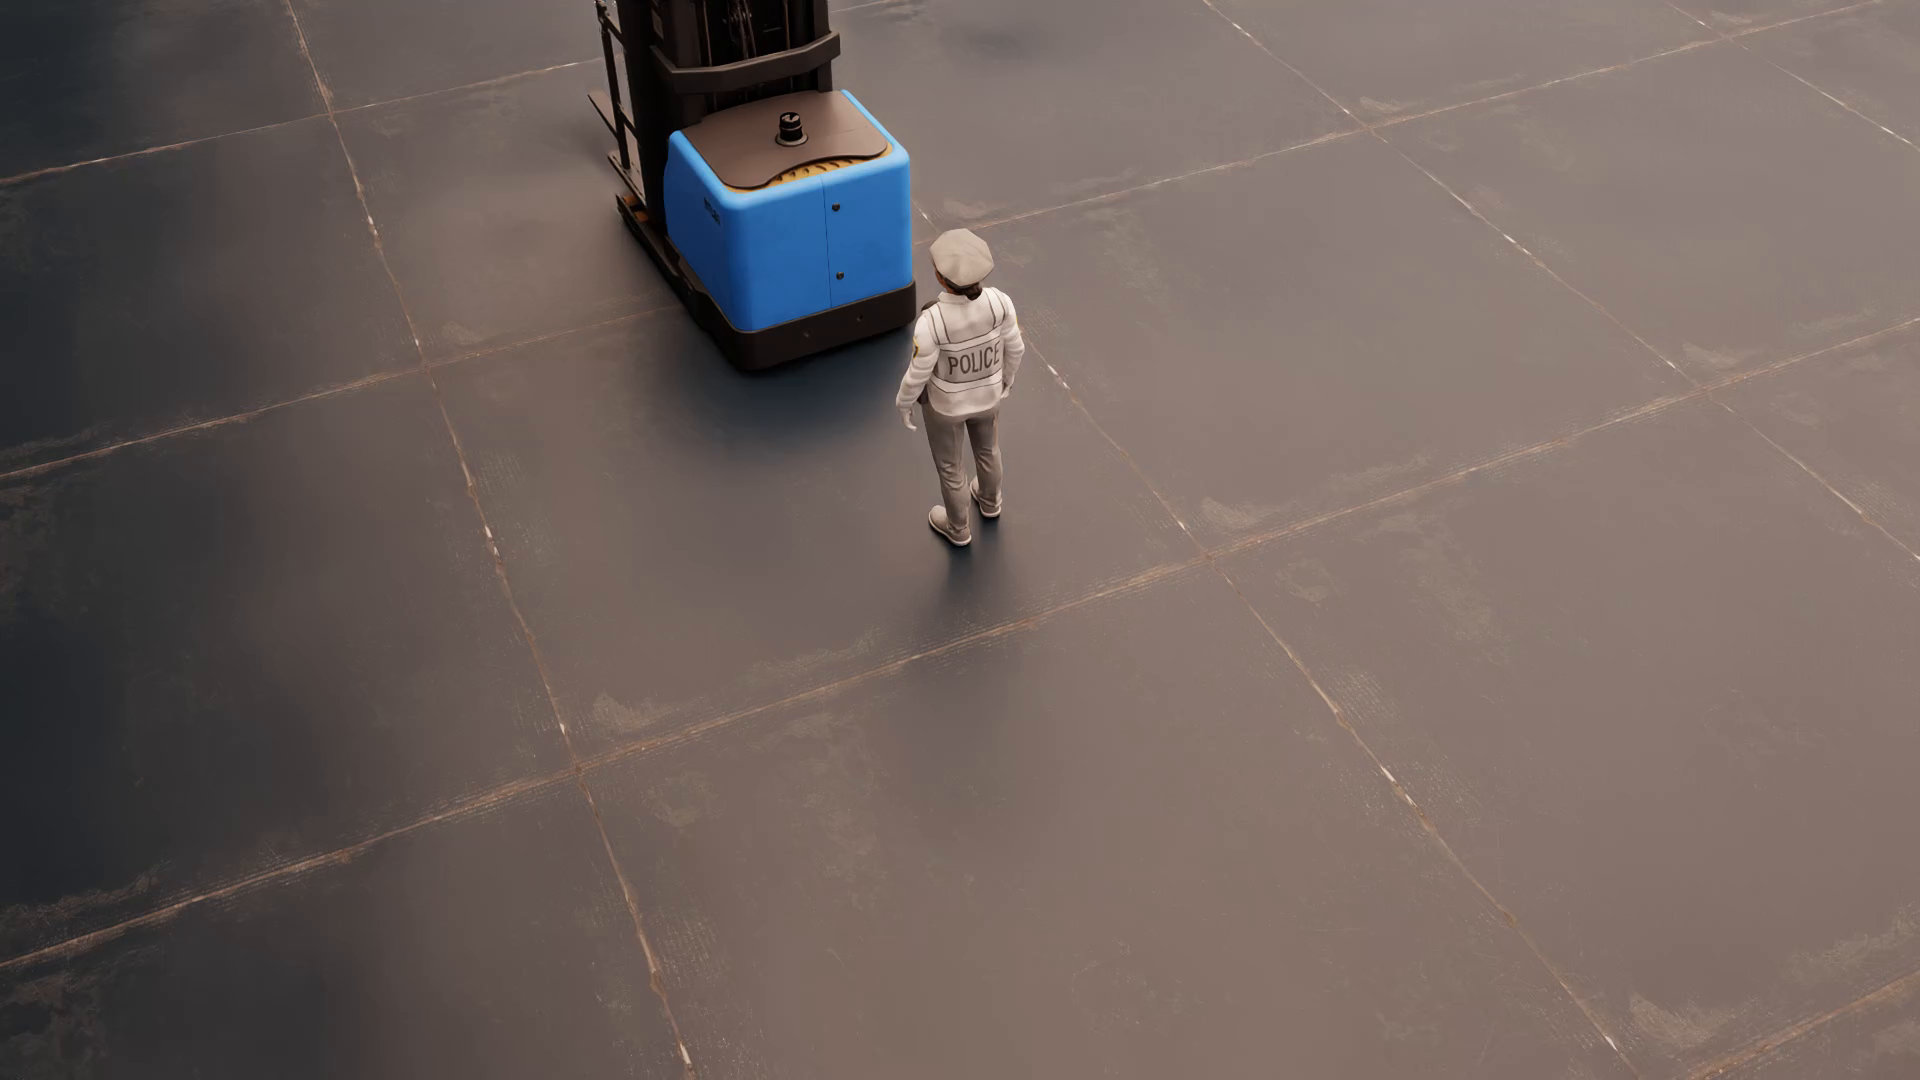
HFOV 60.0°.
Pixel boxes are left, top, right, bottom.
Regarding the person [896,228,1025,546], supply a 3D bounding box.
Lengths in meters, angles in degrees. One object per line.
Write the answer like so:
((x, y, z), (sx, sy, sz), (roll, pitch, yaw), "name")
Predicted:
((-0.023, -0.669, 7.293), (0.587, 1.695, 0.531), (-18, 46, -18), "person")

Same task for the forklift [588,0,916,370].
((-1.367, -2.959, 8.851), (1.130, 2.935, 3.031), (-20, 46, -20), "forklift")
